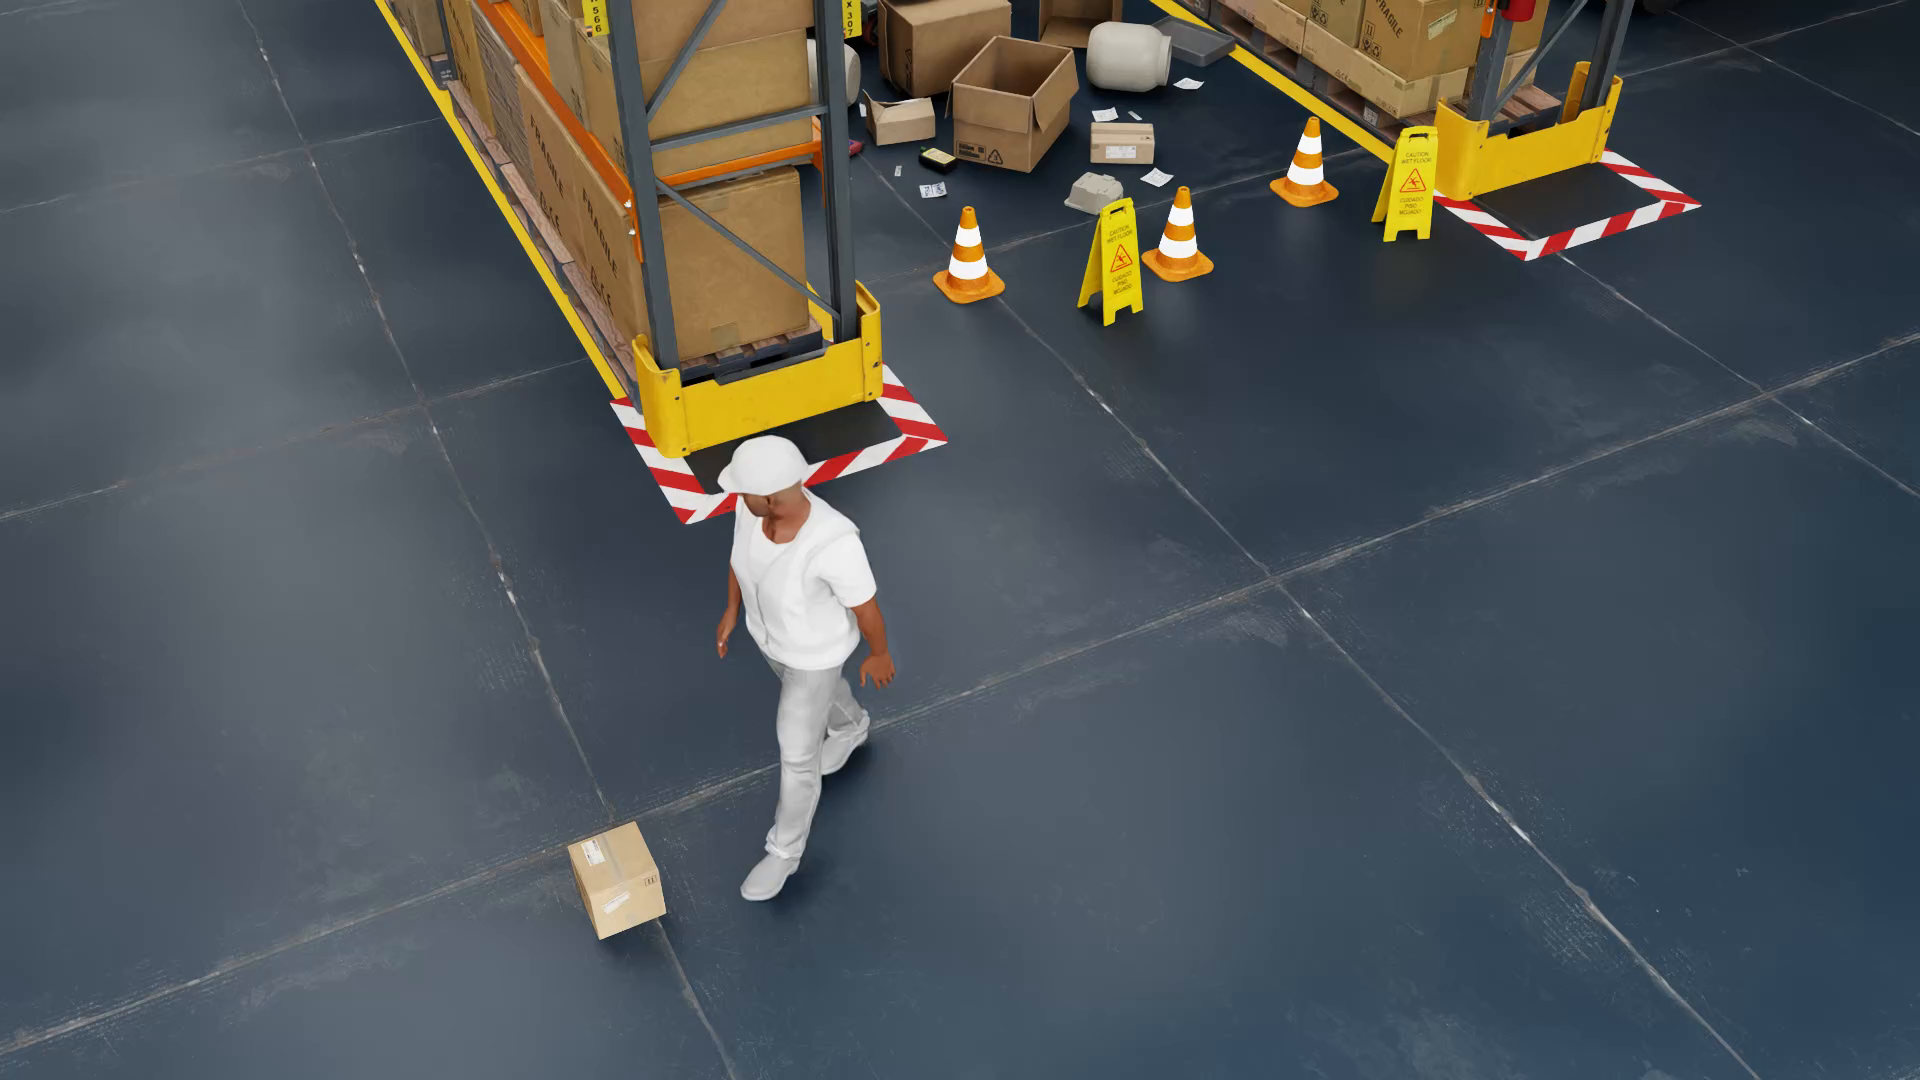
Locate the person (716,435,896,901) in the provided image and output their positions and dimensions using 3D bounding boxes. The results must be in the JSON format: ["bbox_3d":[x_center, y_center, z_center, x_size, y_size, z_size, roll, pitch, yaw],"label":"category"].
[{"bbox_3d":[-0.612,0.359,5.708,0.890,1.735,0.596,-32,50,-32],"label":"person"}]
